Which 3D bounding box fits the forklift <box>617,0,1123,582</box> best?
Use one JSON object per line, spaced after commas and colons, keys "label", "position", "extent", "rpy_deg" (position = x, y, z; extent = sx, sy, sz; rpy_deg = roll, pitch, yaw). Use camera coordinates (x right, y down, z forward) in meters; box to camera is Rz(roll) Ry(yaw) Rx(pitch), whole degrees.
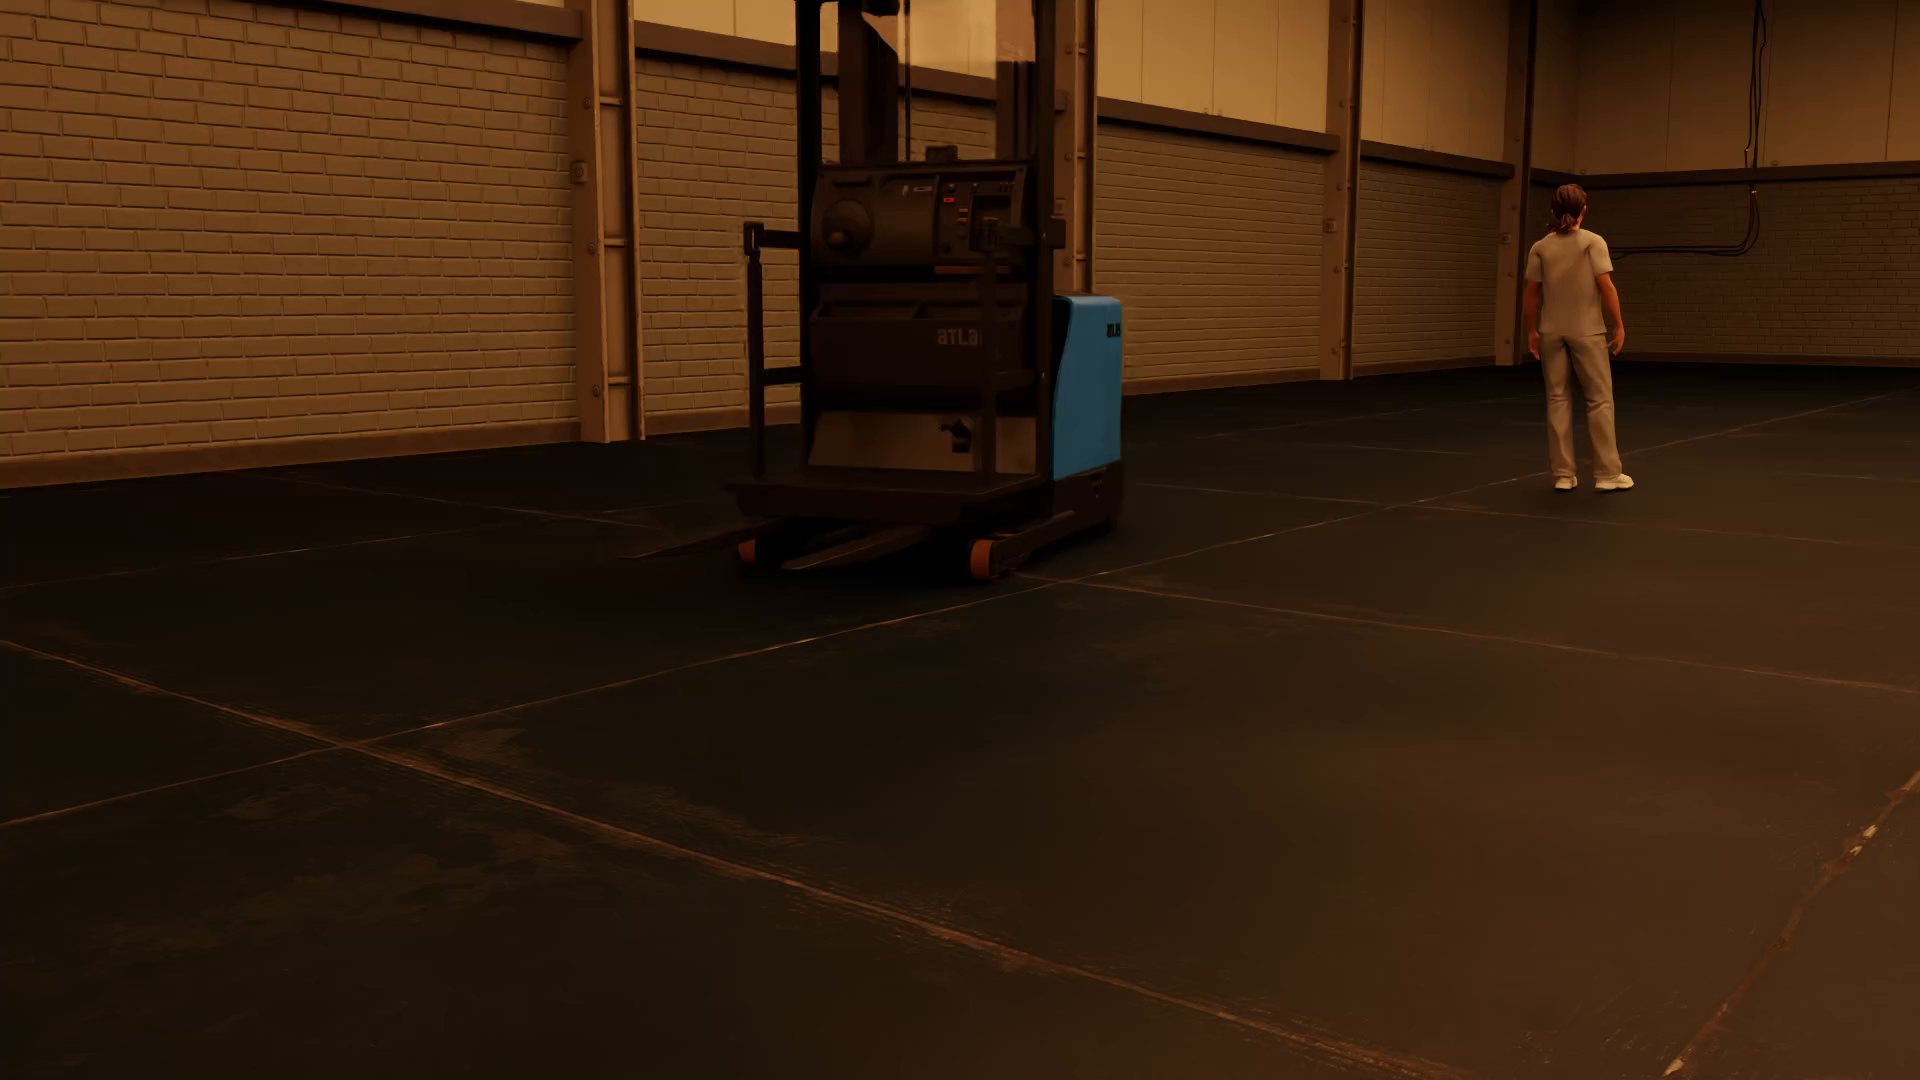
{"label": "forklift", "position": [-0.253, -1.358, 6.565], "extent": [1.130, 2.935, 3.031], "rpy_deg": [3, 9, 22]}

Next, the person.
{"label": "person", "position": [3.423, -1.119, 9.215], "extent": [0.549, 1.675, 0.549], "rpy_deg": [7, 11, 39]}
